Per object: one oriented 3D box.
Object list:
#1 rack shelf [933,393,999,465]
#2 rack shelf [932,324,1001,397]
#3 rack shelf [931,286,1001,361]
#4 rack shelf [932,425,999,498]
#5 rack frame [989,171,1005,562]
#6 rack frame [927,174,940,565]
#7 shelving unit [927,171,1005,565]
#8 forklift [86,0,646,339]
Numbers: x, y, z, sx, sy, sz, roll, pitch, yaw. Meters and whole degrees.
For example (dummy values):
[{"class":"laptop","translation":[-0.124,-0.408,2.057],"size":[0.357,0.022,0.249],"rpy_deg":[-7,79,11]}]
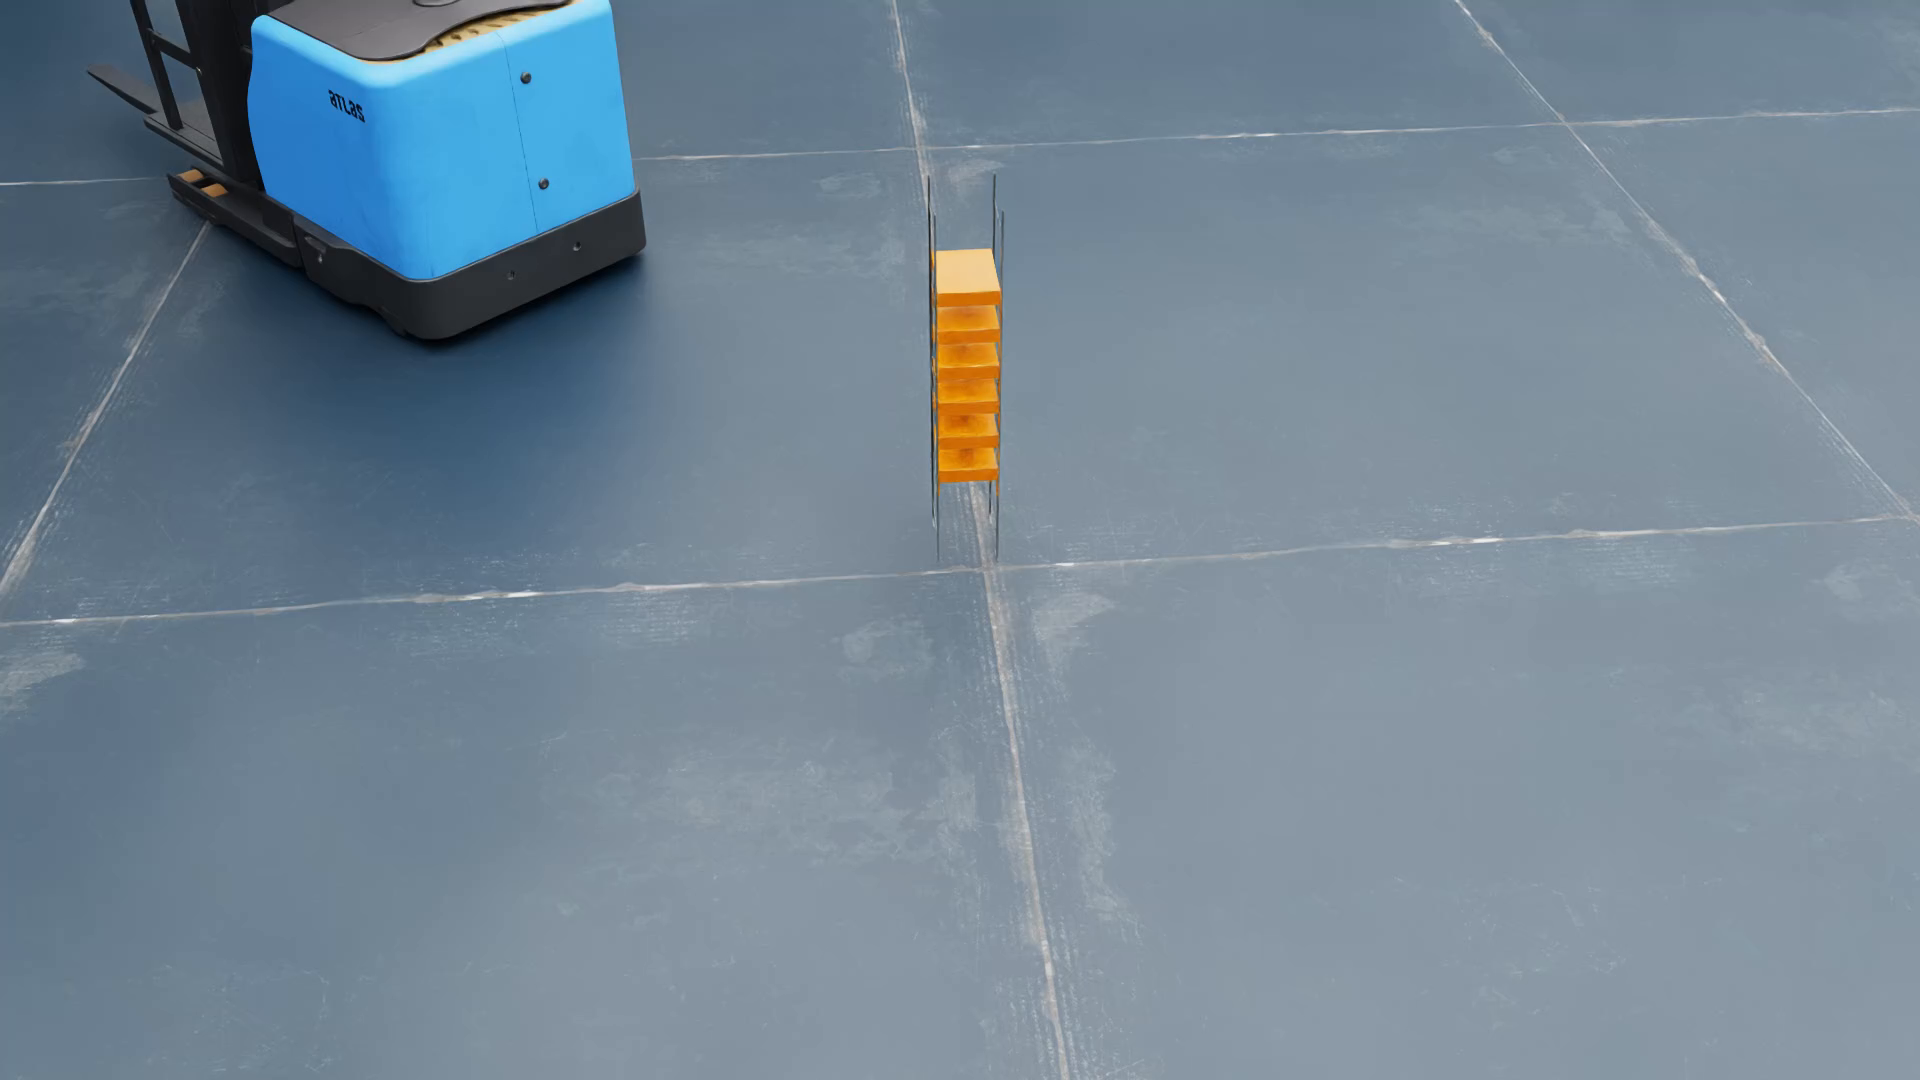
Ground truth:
[{"class":"rack shelf","translation":[0.014,-0.343,4.981],"size":[0.180,0.103,0.258],"rpy_deg":[-3,38,-4]},{"class":"rack shelf","translation":[0.014,-0.531,4.833],"size":[0.180,0.103,0.258],"rpy_deg":[-3,38,-4]},{"class":"rack shelf","translation":[0.014,-0.625,4.758],"size":[0.180,0.103,0.258],"rpy_deg":[-3,38,-4]},{"class":"rack shelf","translation":[0.014,-0.249,5.056],"size":[0.180,0.103,0.258],"rpy_deg":[-3,38,-4]},{"class":"rack frame","translation":[0.106,-0.477,4.886],"size":[0.006,1.200,0.240],"rpy_deg":[-3,38,-4]},{"class":"rack frame","translation":[-0.077,-0.467,4.873],"size":[0.006,1.200,0.240],"rpy_deg":[-3,38,-4]},{"class":"shelving unit","translation":[0.014,-0.472,4.879],"size":[0.189,1.200,0.258],"rpy_deg":[-3,38,-4]},{"class":"forklift","translation":[-2.677,-2.635,6.295],"size":[3.031,2.843,1.129],"rpy_deg":[30,47,32]}]
